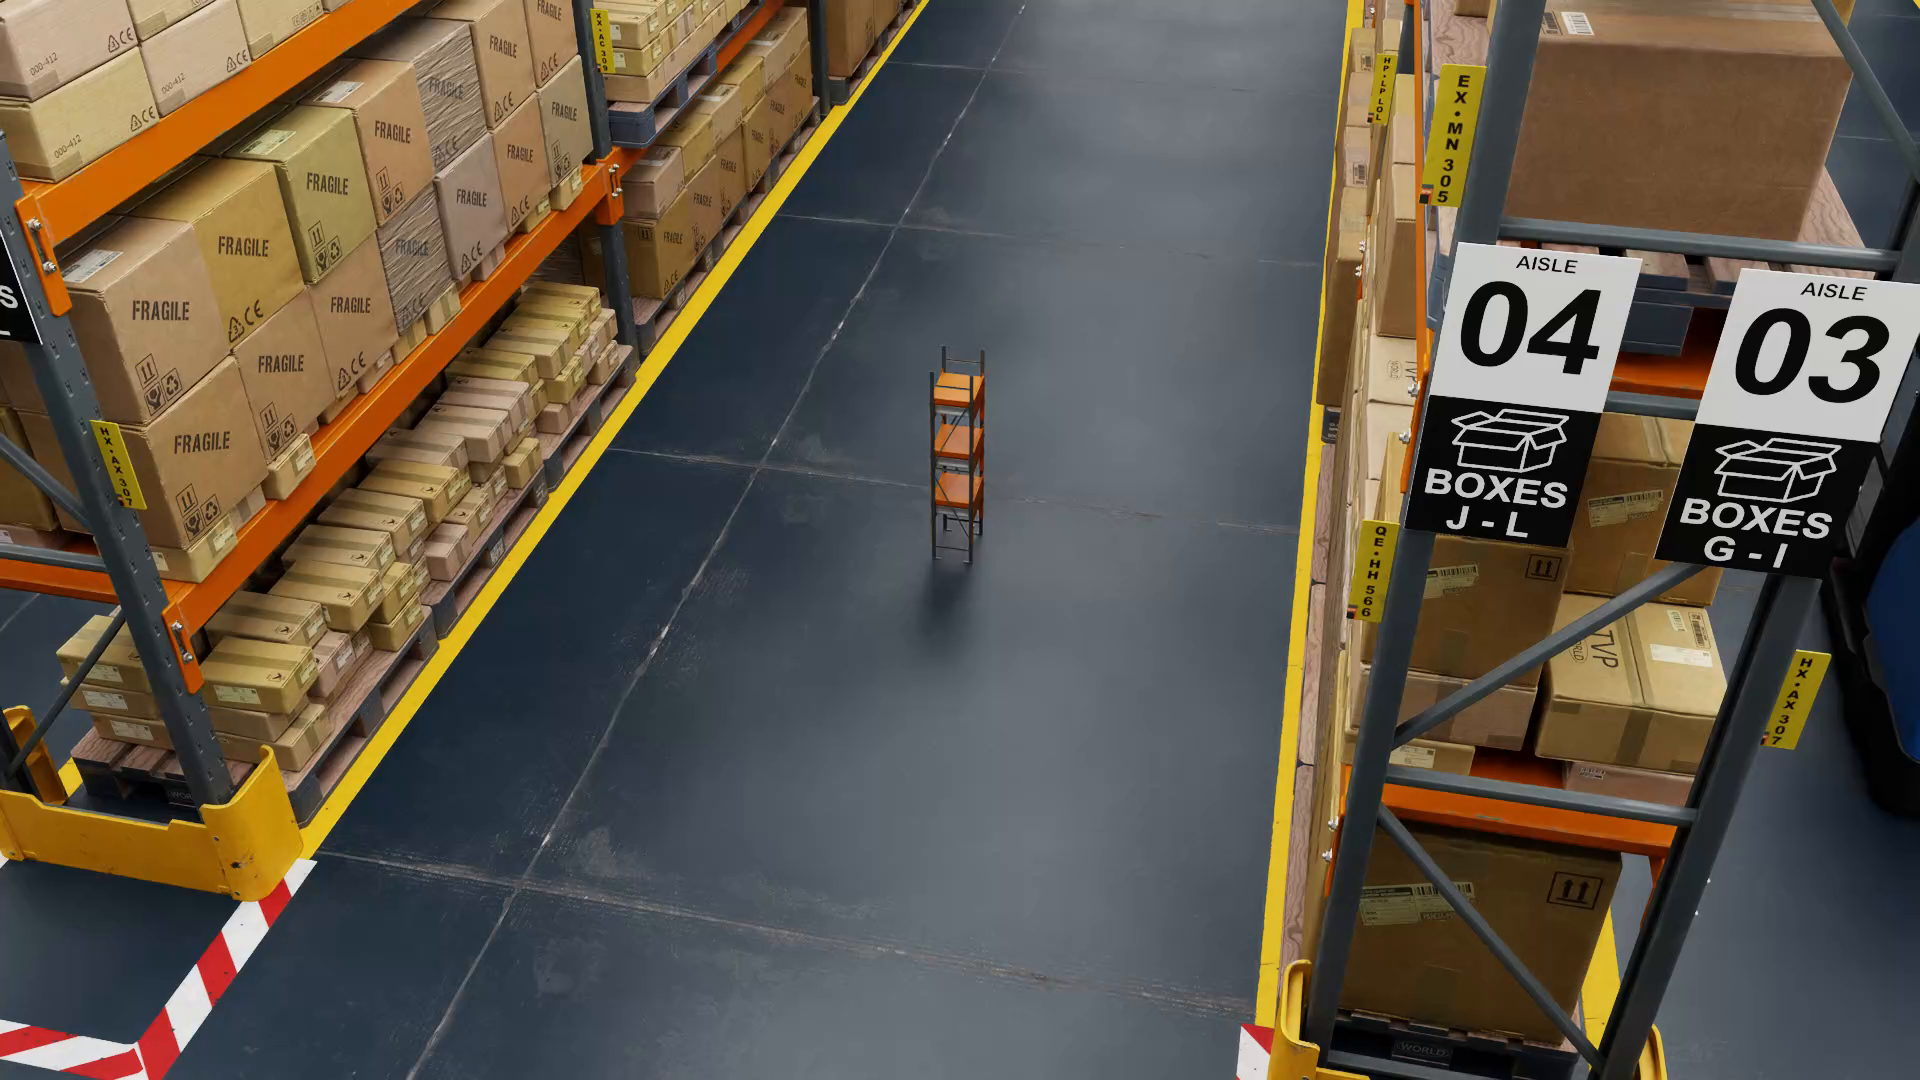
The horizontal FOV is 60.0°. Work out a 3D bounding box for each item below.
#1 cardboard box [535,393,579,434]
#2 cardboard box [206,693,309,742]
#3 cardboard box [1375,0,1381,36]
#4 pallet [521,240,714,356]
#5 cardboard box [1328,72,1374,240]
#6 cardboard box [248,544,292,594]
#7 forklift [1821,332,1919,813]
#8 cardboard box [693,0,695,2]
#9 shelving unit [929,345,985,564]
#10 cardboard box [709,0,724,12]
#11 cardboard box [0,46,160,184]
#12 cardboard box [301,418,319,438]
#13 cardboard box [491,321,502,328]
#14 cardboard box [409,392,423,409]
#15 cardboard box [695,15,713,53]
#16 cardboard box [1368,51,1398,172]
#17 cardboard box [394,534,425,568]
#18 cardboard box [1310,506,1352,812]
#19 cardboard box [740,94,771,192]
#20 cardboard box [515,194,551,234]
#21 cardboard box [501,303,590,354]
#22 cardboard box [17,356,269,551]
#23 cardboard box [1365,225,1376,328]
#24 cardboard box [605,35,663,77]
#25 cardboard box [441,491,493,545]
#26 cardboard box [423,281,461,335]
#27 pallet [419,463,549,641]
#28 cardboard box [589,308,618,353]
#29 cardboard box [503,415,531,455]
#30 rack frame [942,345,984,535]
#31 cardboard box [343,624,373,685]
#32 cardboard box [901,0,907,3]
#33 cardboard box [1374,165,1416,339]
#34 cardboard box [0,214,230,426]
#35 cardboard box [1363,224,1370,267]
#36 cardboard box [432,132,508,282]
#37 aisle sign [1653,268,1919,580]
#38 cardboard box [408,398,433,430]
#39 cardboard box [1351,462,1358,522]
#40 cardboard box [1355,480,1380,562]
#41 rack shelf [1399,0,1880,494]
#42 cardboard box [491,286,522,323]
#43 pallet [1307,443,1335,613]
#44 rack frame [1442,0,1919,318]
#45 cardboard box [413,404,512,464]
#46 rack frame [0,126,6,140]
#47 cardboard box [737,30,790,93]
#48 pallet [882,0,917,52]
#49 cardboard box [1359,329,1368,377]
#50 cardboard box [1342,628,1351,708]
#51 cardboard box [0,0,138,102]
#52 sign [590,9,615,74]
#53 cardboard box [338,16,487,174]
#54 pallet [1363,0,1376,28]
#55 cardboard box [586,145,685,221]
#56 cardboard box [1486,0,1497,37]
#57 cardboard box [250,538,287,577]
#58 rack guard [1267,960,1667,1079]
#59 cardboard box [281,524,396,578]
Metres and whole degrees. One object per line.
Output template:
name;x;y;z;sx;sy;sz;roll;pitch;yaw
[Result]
cardboard box;-2.232;-0.697;8.727;0.380;0.149;0.250;6;36;8
cardboard box;-2.843;0.642;6.627;0.380;0.149;0.250;9;37;12
cardboard box;2.850;-3.361;10.246;0.500;0.500;0.500;6;36;9
pallet;-2.186;-1.565;10.229;1.003;0.211;1.213;7;37;10
cardboard box;2.962;-2.267;10.275;1.225;0.875;0.875;7;37;10
cardboard box;-3.104;0.132;7.329;0.380;0.149;0.250;7;37;9
forklift;4.611;-0.834;6.904;1.130;2.935;3.031;9;37;13
cardboard box;-1.651;-3.175;9.423;0.380;0.149;0.250;7;36;9
shelving unit;-0.011;-0.394;7.900;0.215;1.050;0.252;7;37;10
cardboard box;-1.599;-3.205;9.719;0.380;0.149;0.250;9;37;12
cardboard box;-2.860;-1.333;5.105;0.500;0.250;0.500;9;37;12
cardboard box;-2.771;-0.461;6.544;0.380;0.149;0.250;9;37;12
cardboard box;-2.741;-1.216;9.189;0.380;0.149;0.250;9;37;12
cardboard box;-2.917;-0.742;8.283;0.380;0.149;0.250;8;37;11
cardboard box;-1.652;-2.930;9.593;0.380;0.149;0.250;8;37;10
cardboard box;2.418;-2.193;8.635;0.500;0.500;0.500;8;37;11
cardboard box;-2.639;0.043;7.453;0.380;0.149;0.250;6;36;8
cardboard box;1.871;0.517;6.433;0.875;0.875;0.875;7;37;10
cardboard box;-1.593;-2.686;11.172;0.500;0.500;0.500;6;36;8
cardboard box;-2.247;-1.645;8.178;0.380;0.149;0.250;9;37;12
cardboard box;-2.189;-1.116;8.798;0.380;0.149;0.250;8;37;11
cardboard box;-2.840;-0.338;5.821;0.500;0.500;0.500;9;37;12
cardboard box;2.006;-1.106;7.095;0.500;0.250;0.500;7;37;10
cardboard box;-1.818;-2.604;8.890;0.380;0.149;0.250;8;37;11
cardboard box;-2.463;-0.118;7.929;0.380;0.149;0.250;7;37;10
cardboard box;-2.447;-1.047;7.353;0.380;0.149;0.250;8;37;11
pallet;-2.718;-0.027;8.107;1.003;0.211;1.213;7;37;10
cardboard box;-2.108;-1.163;9.116;0.380;0.149;0.250;8;37;11
cardboard box;-2.378;-0.570;8.299;0.380;0.149;0.250;8;37;11
rack frame;0.015;-0.464;7.996;0.200;1.050;0.008;7;37;10
cardboard box;-2.758;0.467;7.122;0.380;0.149;0.250;8;37;10
cardboard box;-0.897;-5.173;14.391;1.050;0.750;0.750;7;37;10
cardboard box;1.902;-1.108;6.458;0.500;0.500;0.500;6;36;8
cardboard box;-2.850;-0.744;5.530;0.500;0.500;0.500;7;37;10
cardboard box;2.085;-1.338;7.754;0.380;0.149;0.250;7;37;10
cardboard box;-2.398;-1.513;7.443;0.500;0.500;0.500;7;37;10
aisle sign;1.896;-0.248;3.821;0.394;0.787;0.004;7;37;10
cardboard box;-2.866;-0.606;8.348;0.380;0.149;0.250;9;37;12
cardboard box;1.644;-0.152;6.118;0.380;0.149;0.250;7;37;10
cardboard box;1.572;0.064;5.480;0.500;0.250;0.500;7;36;9
rack shelf;2.046;-1.344;5.605;1.077;0.370;4.000;7;37;10
cardboard box;-2.627;-1.332;9.097;0.380;0.149;0.250;9;37;12
pallet;2.234;-0.012;8.087;1.003;0.211;1.213;7;37;10
rack frame;1.619;-1.703;2.932;1.000;3.000;0.127;7;37;10
cardboard box;-2.380;-0.510;7.962;0.380;0.149;0.250;6;36;8
rack frame;-3.205;-2.383;3.870;1.000;3.000;0.127;7;37;10
cardboard box;-1.484;-3.286;11.361;0.500;0.250;0.500;8;37;11
pallet;-0.992;-4.551;14.349;1.003;0.211;1.213;7;37;10
cardboard box;1.864;-0.738;6.927;0.380;0.149;0.250;7;36;9
cardboard box;1.427;0.433;5.311;0.380;0.149;0.250;8;37;10
cardboard box;-2.856;-1.535;4.958;0.500;0.250;0.500;8;37;11
sign;-1.819;-2.534;8.453;0.100;0.325;0.005;7;37;10
cardboard box;-2.416;-1.921;7.154;0.500;0.500;0.500;8;37;11
pallet;4.017;-4.578;14.387;1.003;0.211;1.213;7;37;10
cardboard box;-1.935;-2.099;9.723;0.500;0.250;0.500;6;36;8
cardboard box;1.978;-1.655;4.893;0.700;0.500;0.500;5;36;7
cardboard box;-3.182;0.012;7.241;0.380;0.149;0.250;6;36;8
rack guard;1.613;1.752;5.407;1.175;0.500;0.348;7;37;10
cardboard box;-2.669;0.078;7.151;0.380;0.149;0.250;6;36;8
